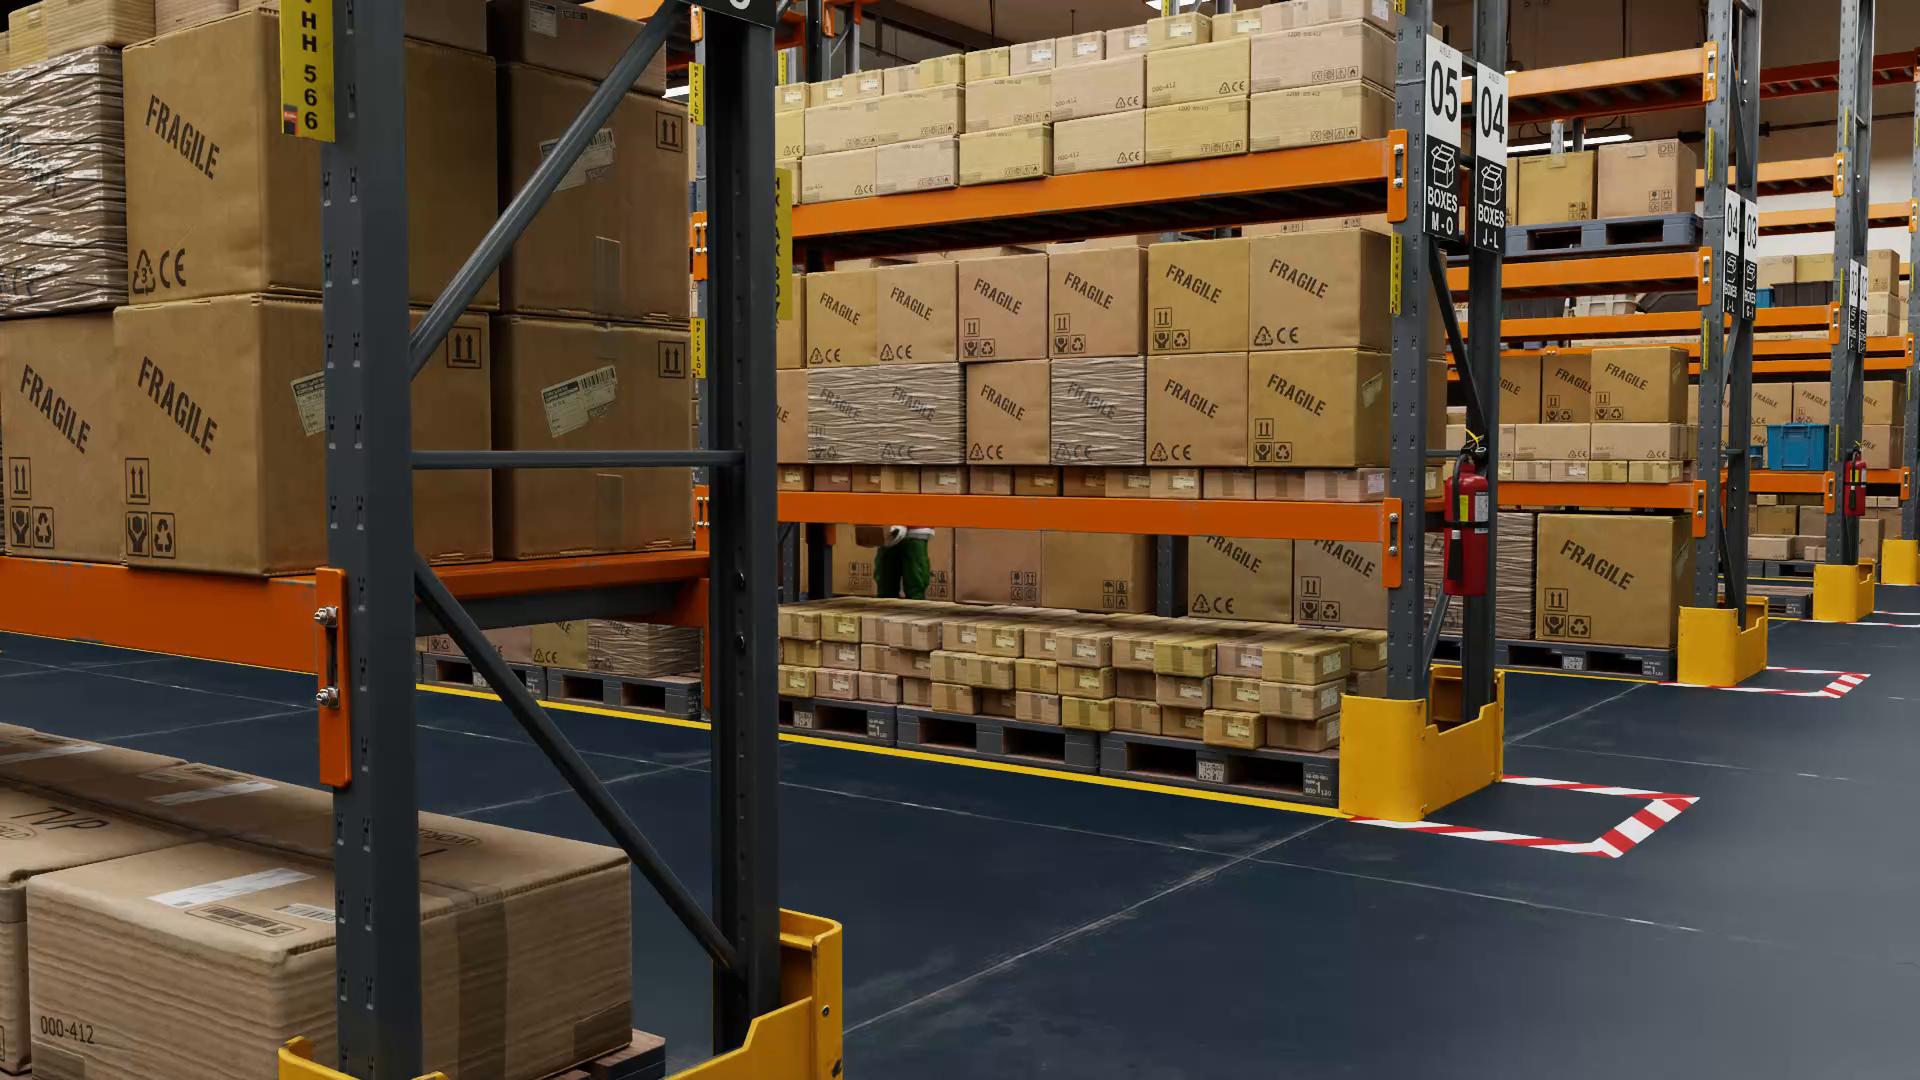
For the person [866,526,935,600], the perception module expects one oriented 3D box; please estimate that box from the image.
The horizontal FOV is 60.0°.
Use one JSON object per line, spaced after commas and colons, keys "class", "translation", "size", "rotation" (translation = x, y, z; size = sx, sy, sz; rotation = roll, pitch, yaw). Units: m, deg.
{"class": "person", "translation": [-0.433, 0.003, 11.527], "size": [0.522, 1.794, 0.538], "rotation": [2, 4, 36]}
